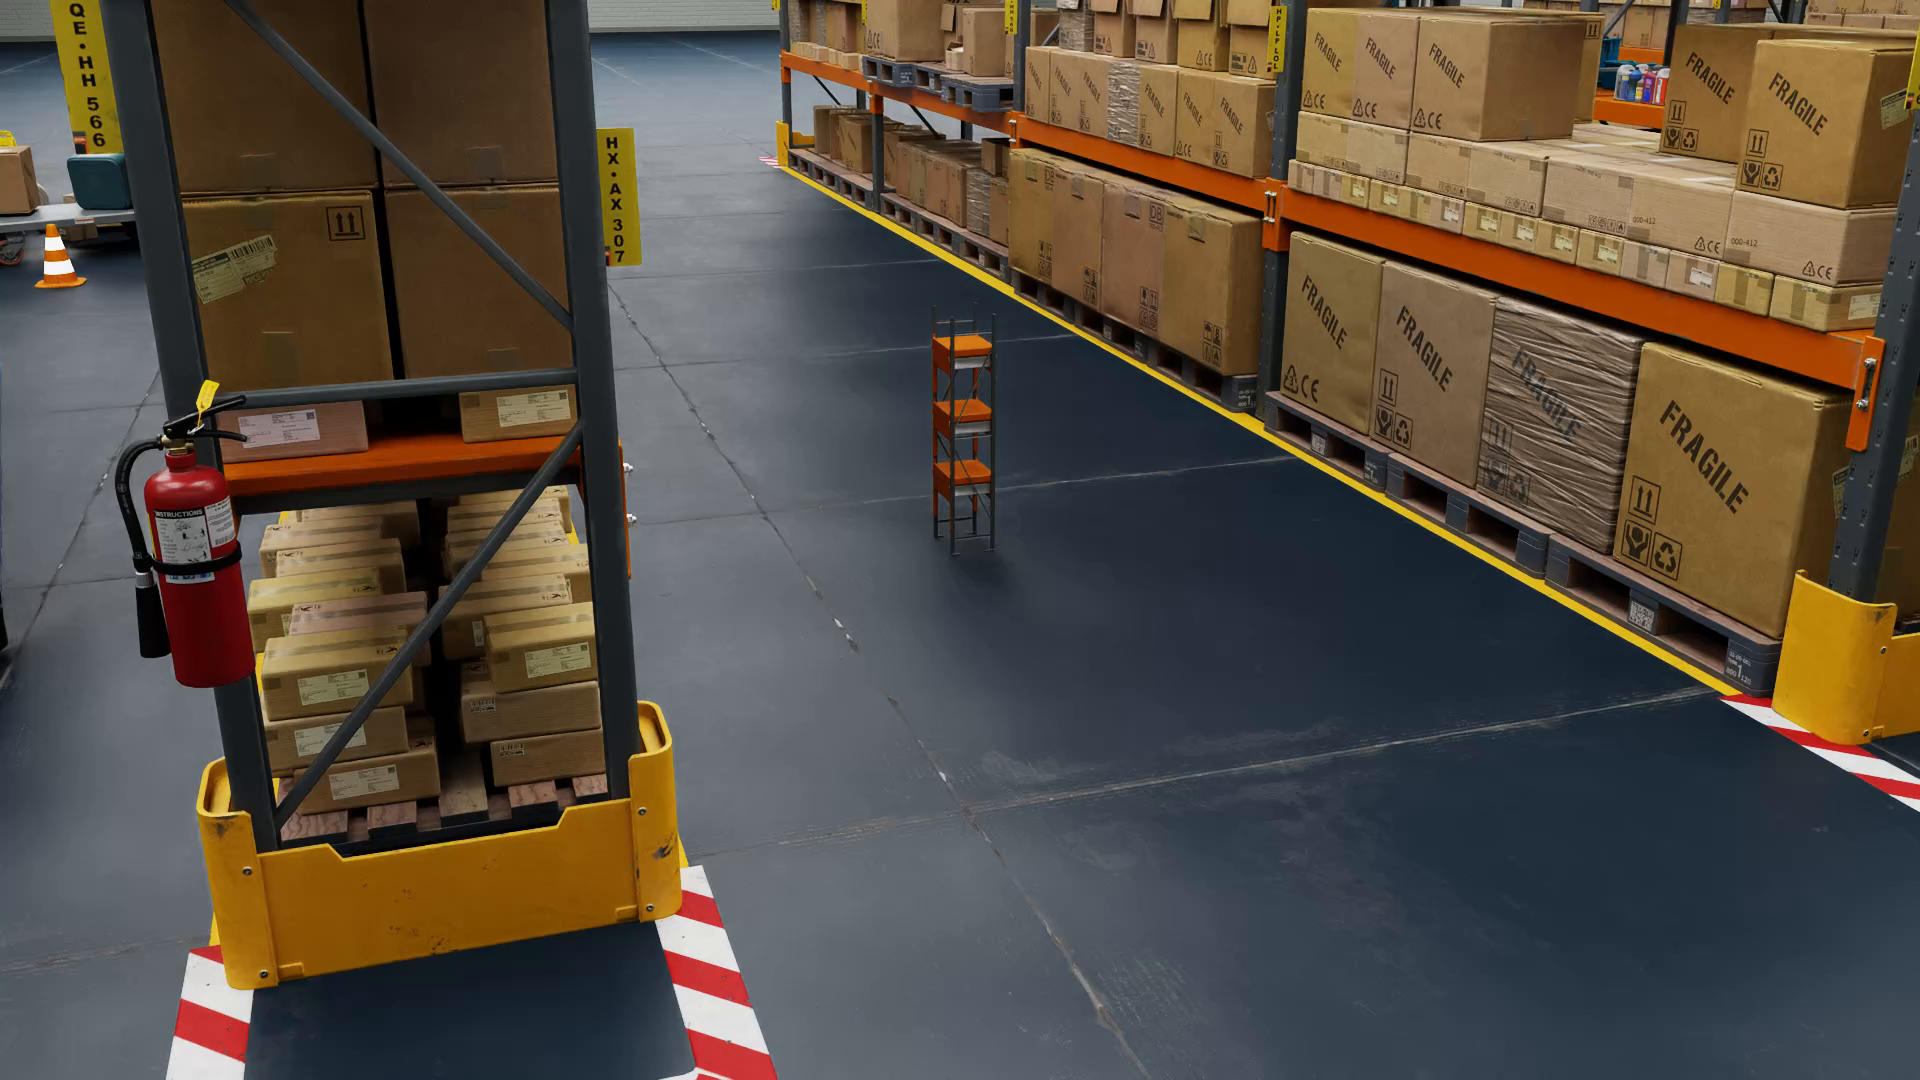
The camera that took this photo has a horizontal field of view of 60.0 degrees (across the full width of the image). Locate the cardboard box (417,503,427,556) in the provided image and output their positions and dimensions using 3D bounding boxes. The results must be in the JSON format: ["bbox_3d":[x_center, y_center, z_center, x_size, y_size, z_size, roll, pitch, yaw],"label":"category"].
[{"bbox_3d":[-2.328,-0.023,6.641,0.380,0.149,0.250,-7,21,-20],"label":"cardboard box"}]

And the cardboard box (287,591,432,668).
[{"bbox_3d":[-1.768,0.281,4.913,0.380,0.149,0.250,-6,21,-16],"label":"cardboard box"}]

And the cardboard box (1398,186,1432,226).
[{"bbox_3d":[2.255,-1.548,7.660,0.380,0.149,0.250,-7,21,-18],"label":"cardboard box"}]

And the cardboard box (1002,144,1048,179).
[{"bbox_3d":[0.650,-3.010,13.298,0.500,0.250,0.500,-6,20,-15],"label":"cardboard box"}]

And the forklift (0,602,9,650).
[{"bbox_3d":[-4.897,-1.156,6.300,1.130,2.935,3.031,-18,27,-41],"label":"forklift"}]

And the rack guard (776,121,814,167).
[{"bbox_3d":[-1.601,-4.782,19.989,1.175,0.500,0.348,-6,21,-17],"label":"rack guard"}]

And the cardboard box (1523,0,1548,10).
[{"bbox_3d":[7.915,-6.930,22.124,0.700,0.500,0.500,-6,21,-17],"label":"cardboard box"}]

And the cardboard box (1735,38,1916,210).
[{"bbox_3d":[3.001,-1.399,5.545,0.500,0.500,0.500,-6,21,-17],"label":"cardboard box"}]

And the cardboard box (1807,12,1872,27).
[{"bbox_3d":[9.429,-5.380,17.809,0.500,0.500,0.500,-5,20,-13],"label":"cardboard box"}]

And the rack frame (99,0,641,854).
[{"bbox_3d":[-1.336,-0.353,3.963,1.000,3.000,0.127,-6,21,-17],"label":"rack frame"}]

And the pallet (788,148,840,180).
[{"bbox_3d":[-1.379,-4.381,19.302,1.003,0.211,1.213,-6,21,-17],"label":"pallet"}]

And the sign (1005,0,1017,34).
[{"bbox_3d":[0.377,-3.862,12.136,0.100,0.325,0.005,-6,21,-17],"label":"sign"}]

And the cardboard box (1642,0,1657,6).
[{"bbox_3d":[8.431,-6.494,19.951,0.380,0.149,0.250,-6,21,-17],"label":"cardboard box"}]

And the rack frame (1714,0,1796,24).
[{"bbox_3d":[9.038,-5.750,18.988,1.000,3.000,0.127,-6,21,-17],"label":"rack frame"}]

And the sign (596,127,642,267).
[{"bbox_3d":[-0.821,-0.818,3.977,0.100,0.325,0.005,-6,21,-17],"label":"sign"}]

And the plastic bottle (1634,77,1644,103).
[{"bbox_3d":[5.462,-3.603,13.305,0.097,0.201,0.097,0,20,0],"label":"plastic bottle"}]

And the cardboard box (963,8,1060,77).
[{"bbox_3d":[0.411,-3.997,13.339,0.700,0.500,0.500,-3,20,-9],"label":"cardboard box"}]

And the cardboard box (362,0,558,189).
[{"bbox_3d":[-1.225,-1.183,4.206,0.500,0.500,0.500,-7,21,-18],"label":"cardboard box"}]

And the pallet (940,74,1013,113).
[{"bbox_3d":[0.564,-3.542,13.125,1.213,0.211,1.003,-6,21,-17],"label":"pallet"}]

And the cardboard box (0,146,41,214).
[{"bbox_3d":[-8.095,-3.025,13.977,0.500,0.500,0.500,-6,21,-17],"label":"cardboard box"}]

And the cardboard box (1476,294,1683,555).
[{"bbox_3d":[2.841,-0.534,6.989,0.875,0.875,0.875,-6,21,-17],"label":"cardboard box"}]

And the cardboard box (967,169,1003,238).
[{"bbox_3d":[0.473,-2.835,13.920,0.700,0.500,0.500,-8,21,-22],"label":"cardboard box"}]

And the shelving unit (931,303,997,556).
[{"bbox_3d":[0.017,-0.477,7.191,0.215,1.050,0.252,-6,21,-17],"label":"shelving unit"}]

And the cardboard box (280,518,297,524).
[{"bbox_3d":[-2.289,0.011,6.105,0.380,0.149,0.250,-6,21,-17],"label":"cardboard box"}]

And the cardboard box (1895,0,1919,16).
[{"bbox_3d":[12.823,-7.177,22.044,0.500,0.500,0.500,-6,21,-16],"label":"cardboard box"}]

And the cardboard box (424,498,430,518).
[{"bbox_3d":[-2.033,-0.136,6.953,0.380,0.149,0.250,-7,21,-19],"label":"cardboard box"}]

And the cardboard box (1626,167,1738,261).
[{"bbox_3d":[2.841,-1.207,6.123,0.500,0.250,0.500,-7,21,-18],"label":"cardboard box"}]

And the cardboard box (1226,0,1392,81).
[{"bbox_3d":[1.938,-2.855,9.295,0.797,0.503,0.637,-7,21,-19],"label":"cardboard box"}]

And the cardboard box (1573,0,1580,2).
[{"bbox_3d":[8.025,-6.906,21.099,0.380,0.149,0.250,-7,21,-19],"label":"cardboard box"}]

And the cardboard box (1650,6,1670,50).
[{"bbox_3d":[8.720,-6.107,19.835,0.700,0.500,0.500,-7,21,-18],"label":"cardboard box"}]

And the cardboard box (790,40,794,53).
[{"bbox_3d":[-1.762,-5.747,19.352,0.380,0.149,0.250,-6,21,-17],"label":"cardboard box"}]

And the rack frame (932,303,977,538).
[{"bbox_3d":[-0.022,-0.516,7.300,0.200,1.050,0.008,-6,21,-17],"label":"rack frame"}]

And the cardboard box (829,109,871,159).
[{"bbox_3d":[-1.224,-4.613,18.899,0.500,0.500,0.500,-1,20,-3],"label":"cardboard box"}]

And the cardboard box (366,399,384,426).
[{"bbox_3d":[-1.750,-0.393,4.446,0.380,0.149,0.250,-6,21,-17],"label":"cardboard box"}]

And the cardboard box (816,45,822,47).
[{"bbox_3d":[-1.363,-5.347,18.237,0.380,0.149,0.250,-6,21,-17],"label":"cardboard box"}]

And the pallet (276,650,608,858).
[{"bbox_3d":[-1.582,0.670,5.238,1.003,0.211,1.213,-6,21,-17],"label":"pallet"}]

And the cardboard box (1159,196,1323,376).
[{"bbox_3d":[1.927,-1.532,9.767,1.225,0.875,0.875,-6,21,-17],"label":"cardboard box"}]

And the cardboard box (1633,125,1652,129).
[{"bbox_3d":[8.537,-4.941,20.181,0.500,0.250,0.500,-6,21,-17],"label":"cardboard box"}]

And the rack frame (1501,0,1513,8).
[{"bbox_3d":[7.780,-7.034,22.562,1.000,3.000,0.127,-6,21,-17],"label":"rack frame"}]

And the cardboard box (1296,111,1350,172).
[{"bbox_3d":[2.046,-2.022,8.391,0.500,0.250,0.500,-7,21,-18],"label":"cardboard box"}]

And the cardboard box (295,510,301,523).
[{"bbox_3d":[-2.215,-0.136,6.074,0.380,0.149,0.250,-6,21,-17],"label":"cardboard box"}]

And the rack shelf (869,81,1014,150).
[{"bbox_3d":[0.261,-3.718,14.396,1.077,0.370,4.000,-6,21,-17],"label":"rack shelf"}]

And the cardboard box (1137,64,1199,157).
[{"bbox_3d":[1.421,-2.626,10.142,0.500,0.500,0.500,-7,21,-18],"label":"cardboard box"}]

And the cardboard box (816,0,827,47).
[{"bbox_3d":[-1.091,-5.677,18.197,0.875,0.500,0.500,-6,21,-17],"label":"cardboard box"}]

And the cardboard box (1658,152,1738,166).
[{"bbox_3d":[3.185,-1.428,6.736,0.500,0.250,0.500,-7,21,-19],"label":"cardboard box"}]

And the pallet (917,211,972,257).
[{"bbox_3d":[0.266,-2.745,14.745,1.003,0.211,1.213,-6,21,-17],"label":"pallet"}]

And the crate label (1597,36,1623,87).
[{"bbox_3d":[5.536,-4.306,14.914,0.502,0.435,0.616,-6,21,-17],"label":"crate label"}]

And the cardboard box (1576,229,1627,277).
[{"bbox_3d":[2.657,-1.137,6.515,0.380,0.149,0.250,-7,21,-18],"label":"cardboard box"}]

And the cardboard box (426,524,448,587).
[{"bbox_3d":[-1.727,0.041,6.022,0.380,0.149,0.250,-5,20,-14],"label":"cardboard box"}]

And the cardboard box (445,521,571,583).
[{"bbox_3d":[-1.493,0.066,5.513,0.380,0.149,0.250,-7,21,-20],"label":"cardboard box"}]
